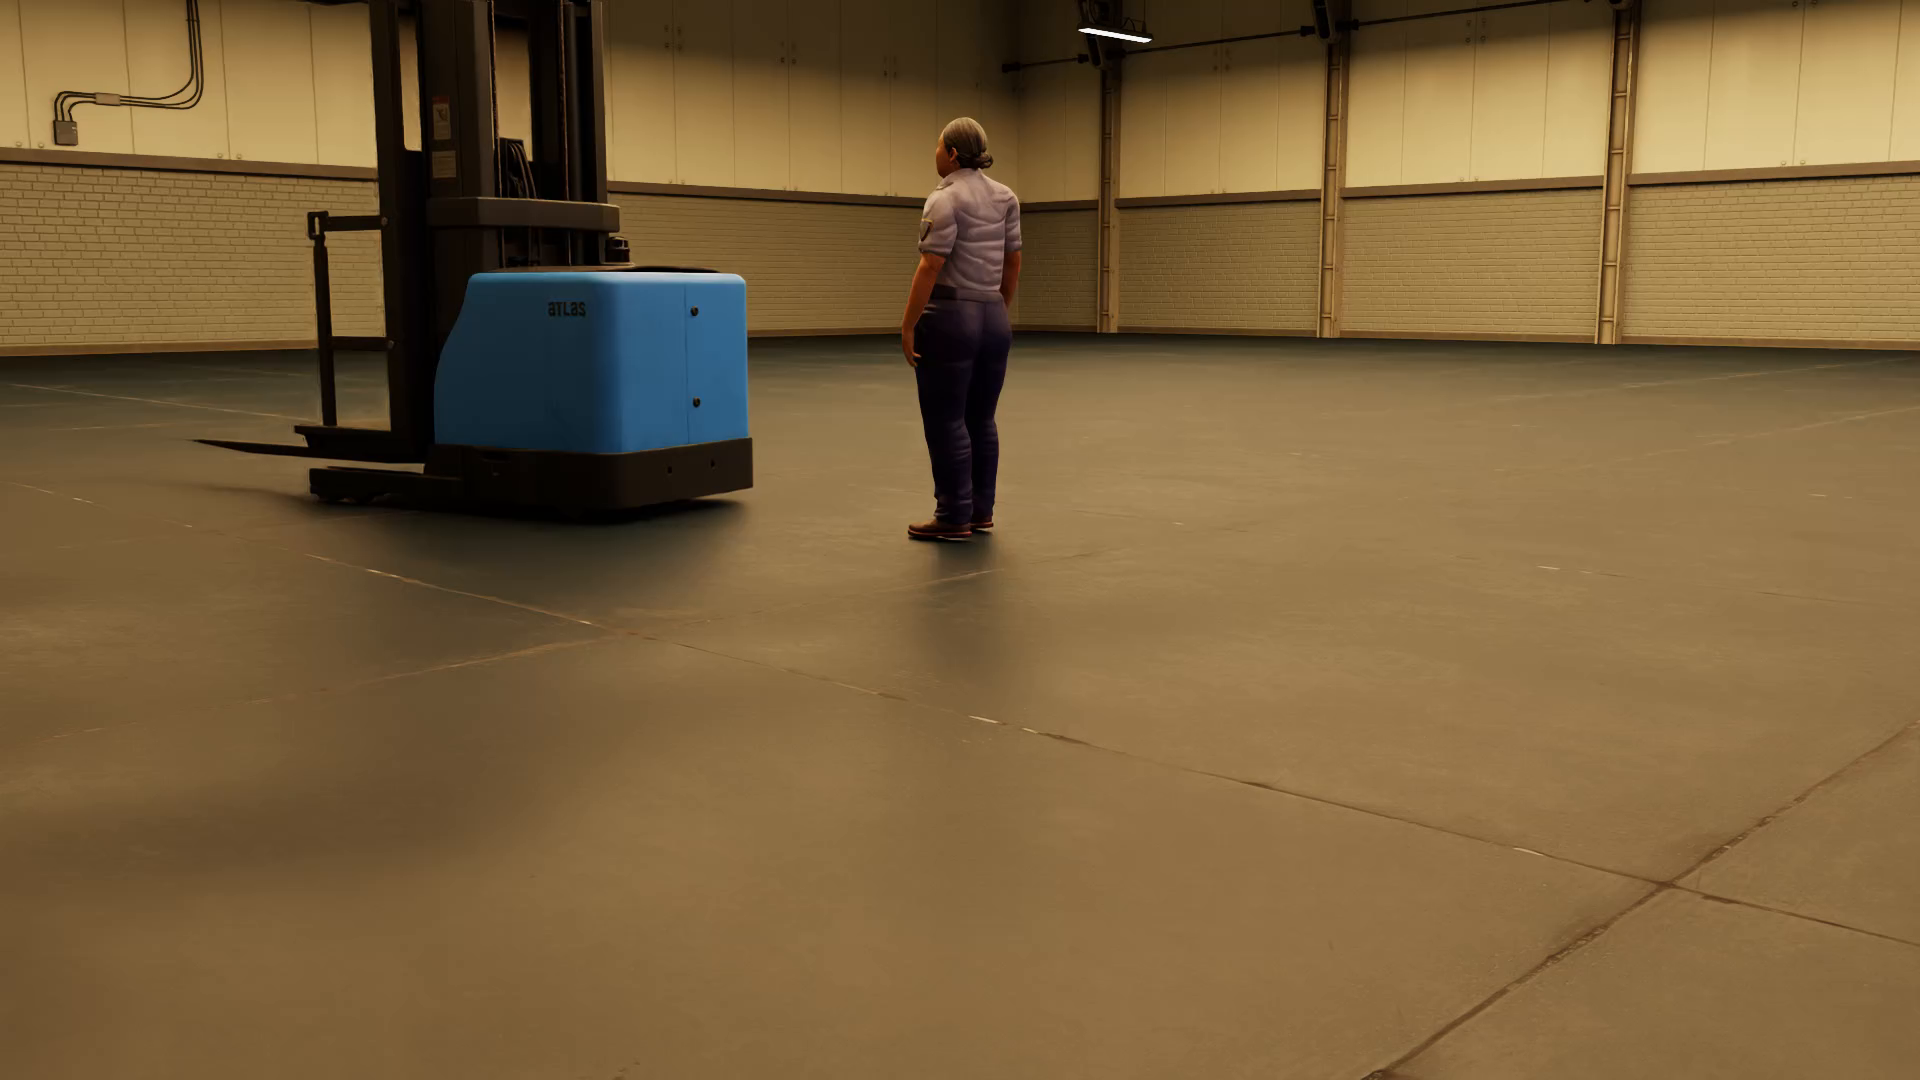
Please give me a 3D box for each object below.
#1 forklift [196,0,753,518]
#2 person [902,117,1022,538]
[{"bbox_3d":[-2.517,-1.680,8.030,3.031,2.935,1.130,5,10,30],"label":"forklift"},{"bbox_3d":[-0.049,-0.834,6.671,0.503,1.650,0.599,8,12,43],"label":"person"}]
